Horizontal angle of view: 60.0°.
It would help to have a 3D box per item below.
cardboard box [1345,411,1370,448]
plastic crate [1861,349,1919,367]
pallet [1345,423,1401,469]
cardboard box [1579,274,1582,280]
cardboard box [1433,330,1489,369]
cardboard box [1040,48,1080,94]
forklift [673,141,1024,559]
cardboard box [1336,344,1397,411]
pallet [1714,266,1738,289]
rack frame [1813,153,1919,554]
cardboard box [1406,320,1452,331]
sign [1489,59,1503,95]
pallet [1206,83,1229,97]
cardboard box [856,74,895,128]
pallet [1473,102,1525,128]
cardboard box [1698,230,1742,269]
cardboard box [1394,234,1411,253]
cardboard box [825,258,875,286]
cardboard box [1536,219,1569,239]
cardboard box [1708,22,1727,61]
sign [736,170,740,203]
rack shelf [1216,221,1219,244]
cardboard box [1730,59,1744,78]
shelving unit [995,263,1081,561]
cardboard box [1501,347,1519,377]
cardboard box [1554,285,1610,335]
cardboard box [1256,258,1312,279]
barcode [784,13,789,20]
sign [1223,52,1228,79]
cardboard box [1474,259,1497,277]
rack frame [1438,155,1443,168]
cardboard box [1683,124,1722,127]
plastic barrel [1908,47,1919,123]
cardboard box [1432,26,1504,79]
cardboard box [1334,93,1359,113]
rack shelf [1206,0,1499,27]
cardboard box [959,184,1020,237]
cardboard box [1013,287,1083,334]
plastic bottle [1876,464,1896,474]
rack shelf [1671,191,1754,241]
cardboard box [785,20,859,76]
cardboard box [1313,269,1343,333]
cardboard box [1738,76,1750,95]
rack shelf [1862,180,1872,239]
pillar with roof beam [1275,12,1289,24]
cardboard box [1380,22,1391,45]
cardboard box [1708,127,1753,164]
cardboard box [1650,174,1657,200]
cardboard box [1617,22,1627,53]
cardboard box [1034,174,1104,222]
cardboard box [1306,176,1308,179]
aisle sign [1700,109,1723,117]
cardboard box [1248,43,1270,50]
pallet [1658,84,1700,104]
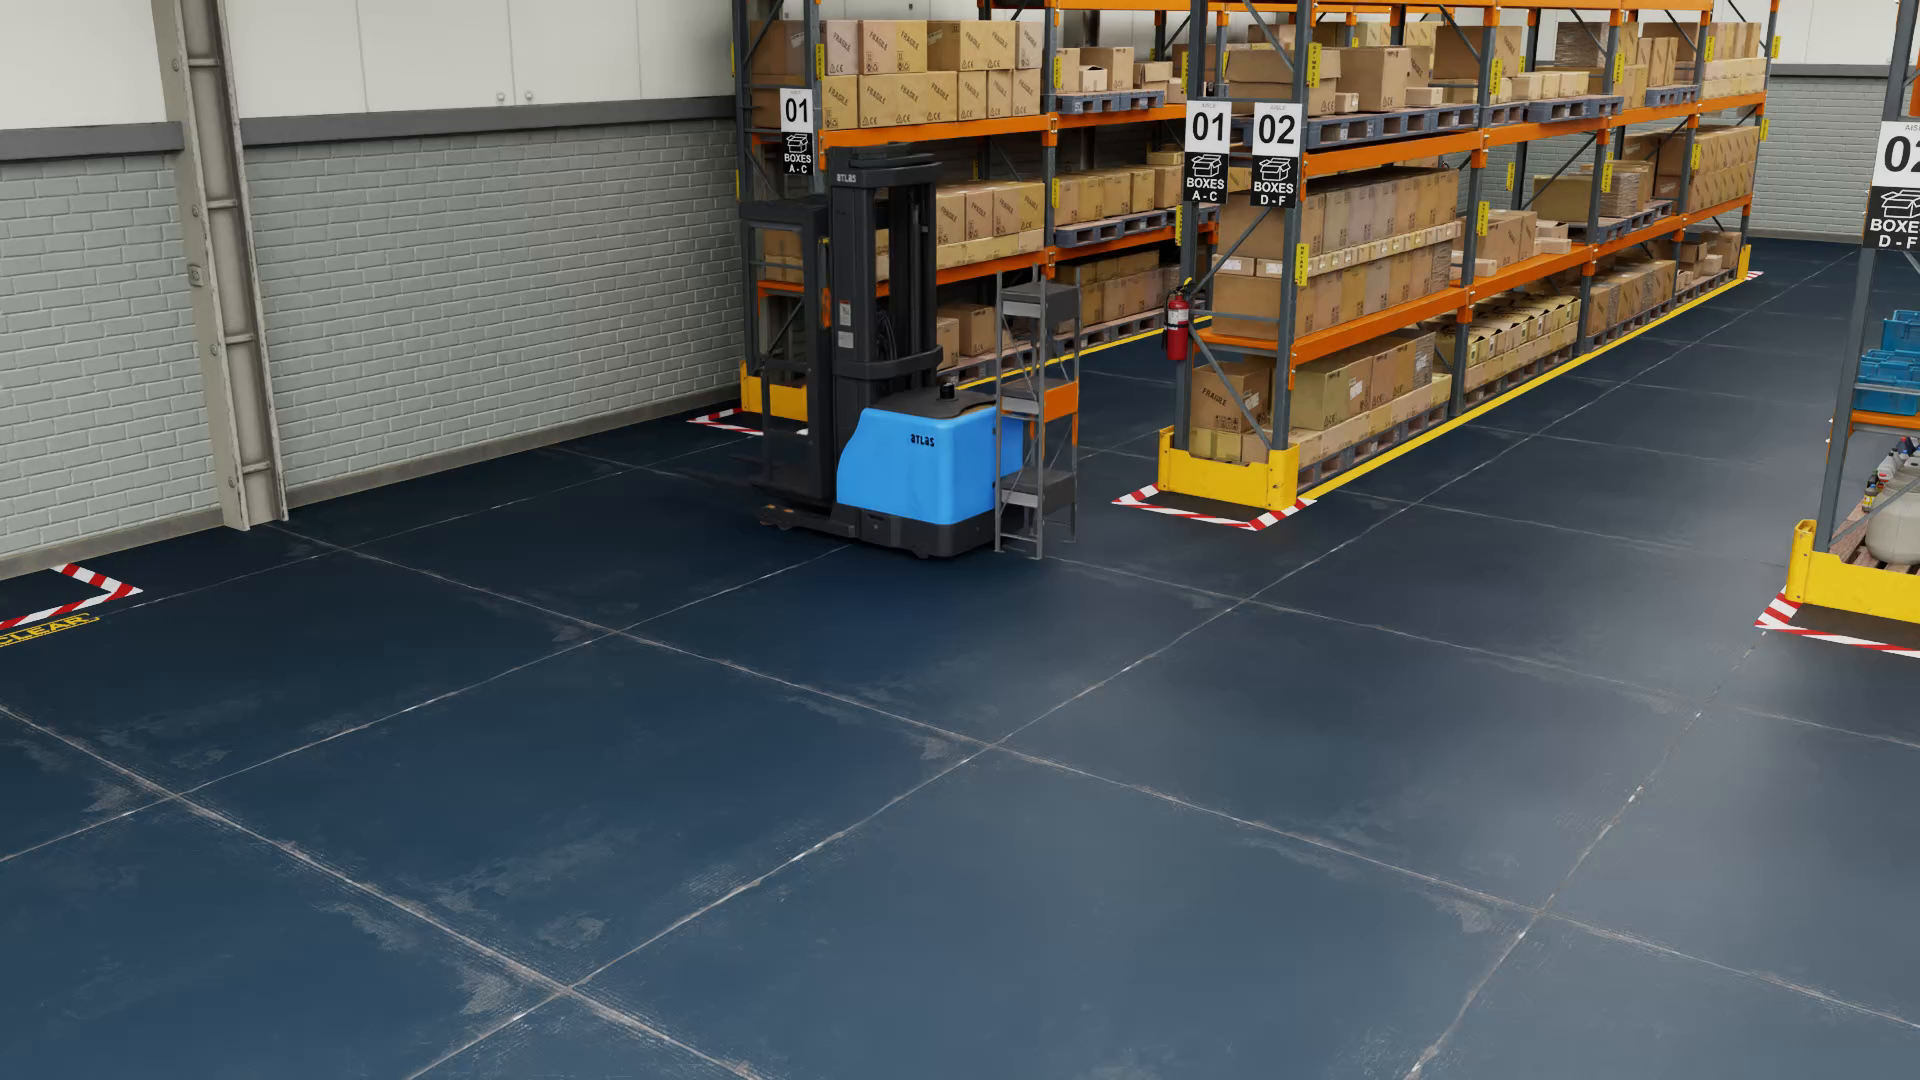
[{"bbox_3d":[3.333,-1.026,14.917,0.500,0.250,0.500,12,21,35],"label":"cardboard box"},{"bbox_3d":[6.667,-1.190,11.768,0.499,0.251,0.408,12,21,35],"label":"plastic crate"},{"bbox_3d":[3.391,-0.958,15.474,1.003,0.211,1.213,12,21,35],"label":"pallet"},{"bbox_3d":[7.686,-3.120,21.207,0.500,0.500,0.500,12,21,33],"label":"cardboard box"},{"bbox_3d":[5.072,-1.974,17.024,0.500,0.311,0.500,13,21,35],"label":"cardboard box"},{"bbox_3d":[1.035,-5.435,19.254,0.500,0.500,0.500,16,24,42],"label":"cardboard box"},{"bbox_3d":[-0.988,-1.588,12.915,3.031,2.935,1.130,13,21,35],"label":"forklift"},{"bbox_3d":[3.636,-1.502,15.186,0.500,0.500,0.500,12,21,35],"label":"cardboard box"},{"bbox_3d":[11.256,-4.082,25.533,1.003,0.211,1.213,12,21,35],"label":"pallet"},{"bbox_3d":[6.218,-0.935,10.697,1.000,3.000,0.127,12,21,35],"label":"rack frame"},{"bbox_3d":[4.941,-2.191,17.725,0.500,0.311,0.500,13,22,36],"label":"cardboard box"},{"bbox_3d":[5.072,-4.383,15.738,0.100,0.325,0.005,12,21,35],"label":"sign"},{"bbox_3d":[3.369,-6.096,22.577,1.213,0.211,1.003,14,22,37],"label":"pallet"},{"bbox_3d":[-0.990,-4.333,16.378,0.500,0.500,0.500,14,22,38],"label":"cardboard box"},{"bbox_3d":[5.140,-4.317,16.854,0.805,0.209,1.217,11,21,33],"label":"pallet"},{"bbox_3d":[11.649,-4.465,25.538,0.500,0.500,0.500,12,21,35],"label":"cardboard box"},{"bbox_3d":[3.878,-2.717,15.172,0.380,0.149,0.250,13,22,36],"label":"cardboard box"},{"bbox_3d":[-1.193,-2.684,16.547,0.500,0.250,0.500,12,21,33],"label":"cardboard box"},{"bbox_3d":[6.757,-3.595,19.413,0.500,0.311,0.500,14,22,38],"label":"cardboard box"},{"bbox_3d":[10.063,-6.844,22.812,0.700,0.500,0.500,12,21,35],"label":"cardboard box"},{"bbox_3d":[-2.172,-3.492,16.447,0.100,0.325,0.005,12,21,35],"label":"sign"},{"bbox_3d":[4.220,-4.724,24.111,1.077,0.370,4.000,12,21,35],"label":"rack shelf"},{"bbox_3d":[10.783,-6.696,23.602,0.500,0.250,0.500,12,21,35],"label":"cardboard box"},{"bbox_3d":[0.570,-0.943,12.241,0.431,2.100,0.503,11,21,32],"label":"shelving unit"},{"bbox_3d":[5.677,-1.949,17.890,0.500,0.250,0.500,12,21,33],"label":"cardboard box"},{"bbox_3d":[7.509,-2.791,20.146,0.500,0.500,0.500,14,22,37],"label":"cardboard box"},{"bbox_3d":[2.649,-2.224,13.586,0.380,0.149,0.250,12,21,34],"label":"cardboard box"},{"bbox_3d":[-1.717,-5.187,16.467,0.001,0.075,0.075,12,21,35],"label":"barcode"},{"bbox_3d":[3.463,-6.174,21.638,0.100,0.325,0.005,12,21,35],"label":"sign"},{"bbox_3d":[5.317,-2.819,17.187,0.380,0.149,0.250,12,21,35],"label":"cardboard box"},{"bbox_3d":[7.795,-6.497,28.606,1.000,3.000,0.127,12,21,35],"label":"rack frame"},{"bbox_3d":[11.299,-6.088,25.437,0.500,0.500,0.500,13,22,36],"label":"cardboard box"},{"bbox_3d":[6.405,-2.911,10.571,0.600,0.830,0.708,12,21,35],"label":"plastic barrel"},{"bbox_3d":[5.025,-4.823,16.441,0.500,0.500,0.500,13,21,35],"label":"cardboard box"},{"bbox_3d":[3.085,-3.640,13.830,0.380,0.149,0.250,12,21,35],"label":"cardboard box"},{"bbox_3d":[3.434,-4.618,14.329,1.077,0.370,4.000,12,21,35],"label":"rack shelf"},{"bbox_3d":[0.319,-3.647,18.386,0.500,0.500,0.500,12,21,34],"label":"cardboard box"},{"bbox_3d":[1.070,-2.833,20.282,0.700,0.500,0.500,13,22,37],"label":"cardboard box"},{"bbox_3d":[7.215,-0.448,12.978,0.152,0.276,0.135,12,21,33],"label":"plastic bottle"},{"bbox_3d":[10.584,-4.802,24.363,1.077,0.370,4.000,12,21,35],"label":"rack shelf"},{"bbox_3d":[-1.314,-4.702,15.881,0.500,0.500,0.500,11,20,31],"label":"cardboard box"},{"bbox_3d":[2.839,-2.094,14.260,0.700,0.500,0.500,13,22,36],"label":"cardboard box"},{"bbox_3d":[11.087,-6.575,24.055,0.500,0.250,0.500,12,21,35],"label":"cardboard box"},{"bbox_3d":[7.409,-2.500,11.893,1.077,0.370,4.000,12,21,35],"label":"rack shelf"},{"bbox_3d":[8.591,-7.968,23.228,9.100,9.000,0.400,12,21,35],"label":"pillar with roof beam"},{"bbox_3d":[6.363,-7.755,25.712,0.500,0.500,0.500,12,21,34],"label":"cardboard box"},{"bbox_3d":[11.431,-5.872,24.741,0.500,0.500,0.500,13,22,36],"label":"cardboard box"},{"bbox_3d":[9.484,-4.882,23.237,0.500,0.500,0.500,13,21,36],"label":"cardboard box"},{"bbox_3d":[7.578,-5.899,19.768,0.500,0.500,0.500,12,21,35],"label":"cardboard box"},{"bbox_3d":[1.314,-4.143,20.118,0.700,0.500,0.500,15,23,40],"label":"cardboard box"},{"bbox_3d":[4.737,-5.347,24.201,0.500,0.500,0.500,12,21,35],"label":"cardboard box"},{"bbox_3d":[11.580,-6.932,25.624,0.394,0.787,0.004,12,21,35],"label":"aisle sign"},{"bbox_3d":[3.885,-6.672,23.203,0.700,0.500,0.500,14,22,37],"label":"cardboard box"},{"bbox_3d":[8.947,-5.869,21.845,1.213,0.211,1.003,12,21,35],"label":"pallet"}]
